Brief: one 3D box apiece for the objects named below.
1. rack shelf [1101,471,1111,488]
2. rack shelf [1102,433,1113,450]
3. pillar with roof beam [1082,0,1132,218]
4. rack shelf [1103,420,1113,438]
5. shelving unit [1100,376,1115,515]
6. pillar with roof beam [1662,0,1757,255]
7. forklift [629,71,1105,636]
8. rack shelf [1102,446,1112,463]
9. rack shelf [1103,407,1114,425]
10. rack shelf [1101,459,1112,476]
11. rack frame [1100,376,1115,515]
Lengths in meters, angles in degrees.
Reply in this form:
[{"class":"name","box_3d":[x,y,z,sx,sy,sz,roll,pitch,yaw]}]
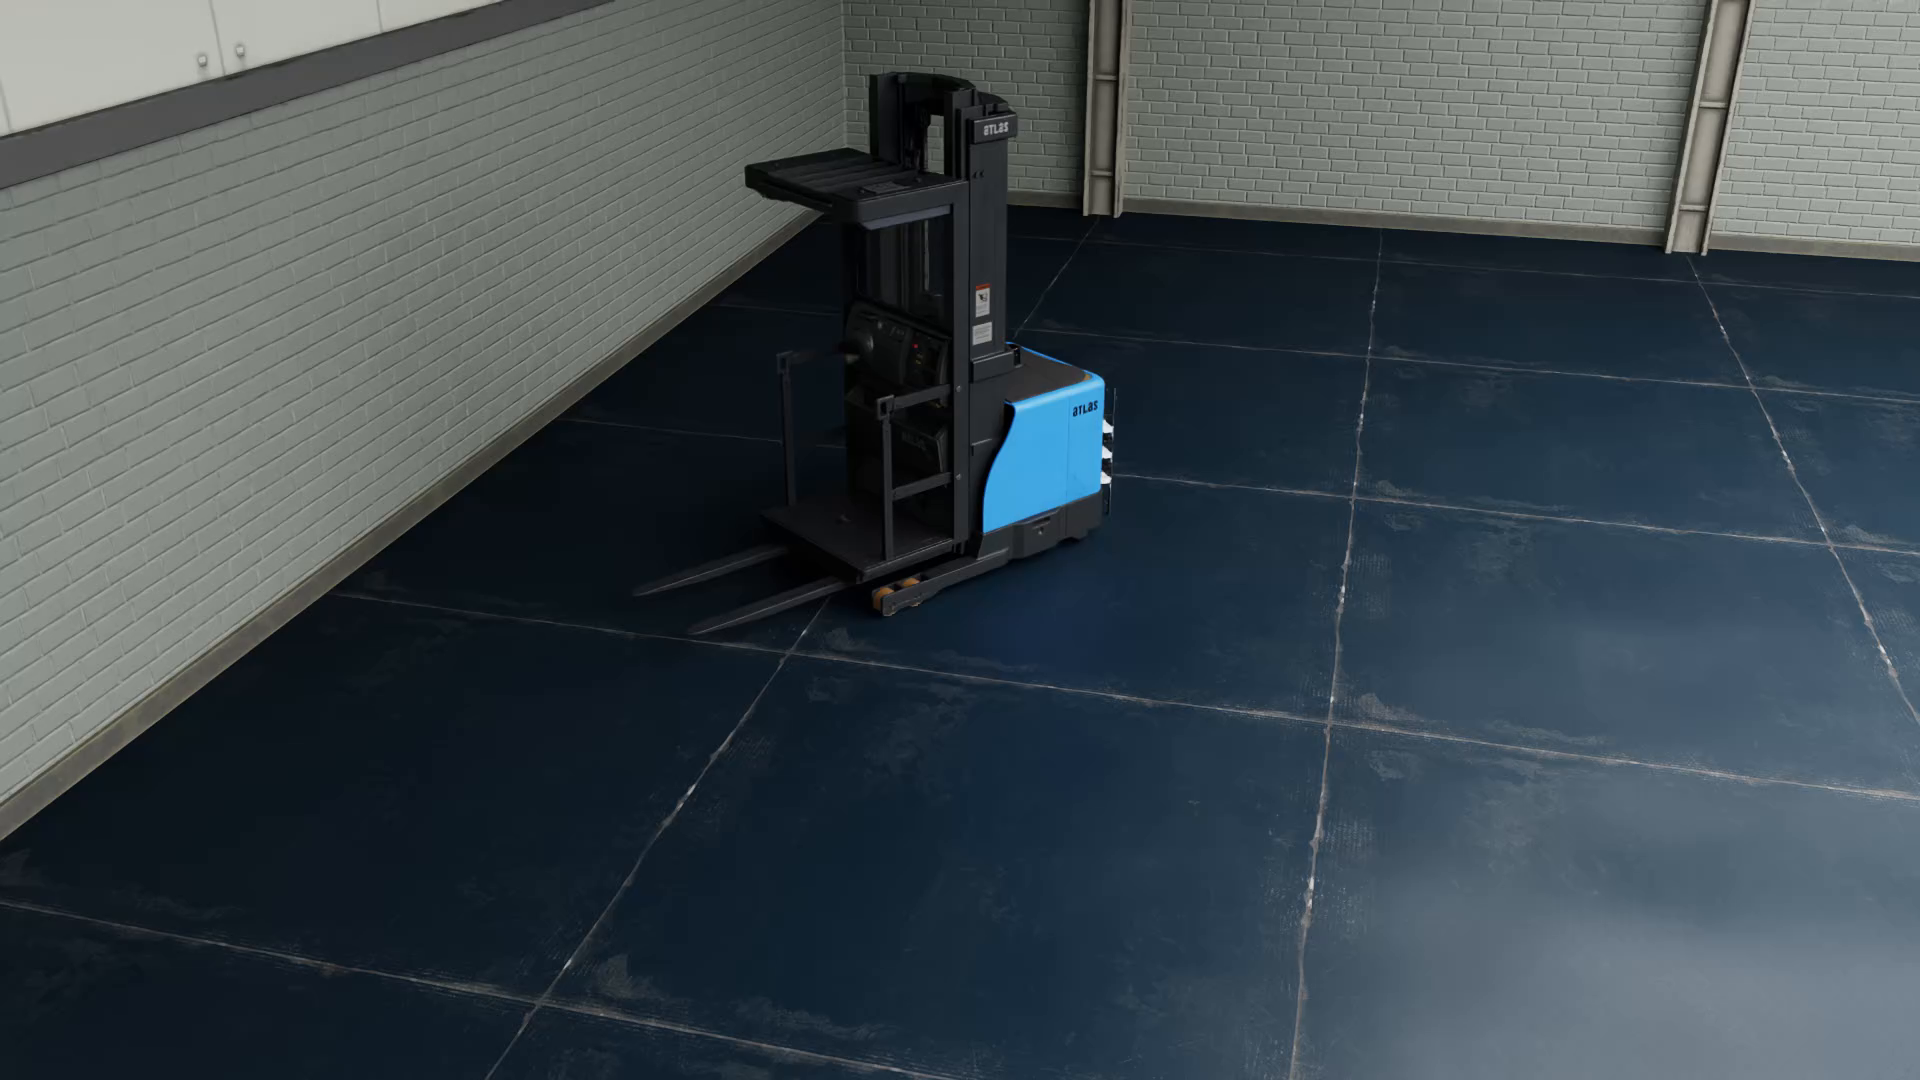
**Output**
[{"class":"rack shelf","box_3d":[0.863,-0.414,11.069,0.200,0.077,0.258,-8,27,-17]},{"class":"rack shelf","box_3d":[0.863,-0.658,10.953,0.200,0.077,0.258,-8,27,-17]},{"class":"pillar with roof beam","box_3d":[0.499,-5.870,12.611,0.400,9.000,9.100,6,26,13]},{"class":"rack shelf","box_3d":[0.863,-0.740,10.915,0.200,0.077,0.258,-8,27,-17]},{"class":"shelving unit","box_3d":[0.863,-0.607,10.978,0.210,0.900,0.258,-8,27,-17]},{"class":"pillar with roof beam","box_3d":[6.310,-5.228,11.262,0.400,9.000,9.100,6,26,13]},{"class":"forklift","box_3d":[-0.534,-1.127,9.707,3.031,2.935,1.130,-20,32,-35]},{"class":"rack shelf","box_3d":[0.863,-0.577,10.992,0.200,0.077,0.258,-8,27,-17]},{"class":"rack shelf","box_3d":[0.863,-0.821,10.876,0.200,0.077,0.258,-8,27,-17]},{"class":"rack shelf","box_3d":[0.863,-0.496,11.031,0.200,0.077,0.258,-8,27,-17]},{"class":"rack frame","box_3d":[0.959,-0.621,11.008,0.006,0.900,0.240,-8,27,-17]}]
